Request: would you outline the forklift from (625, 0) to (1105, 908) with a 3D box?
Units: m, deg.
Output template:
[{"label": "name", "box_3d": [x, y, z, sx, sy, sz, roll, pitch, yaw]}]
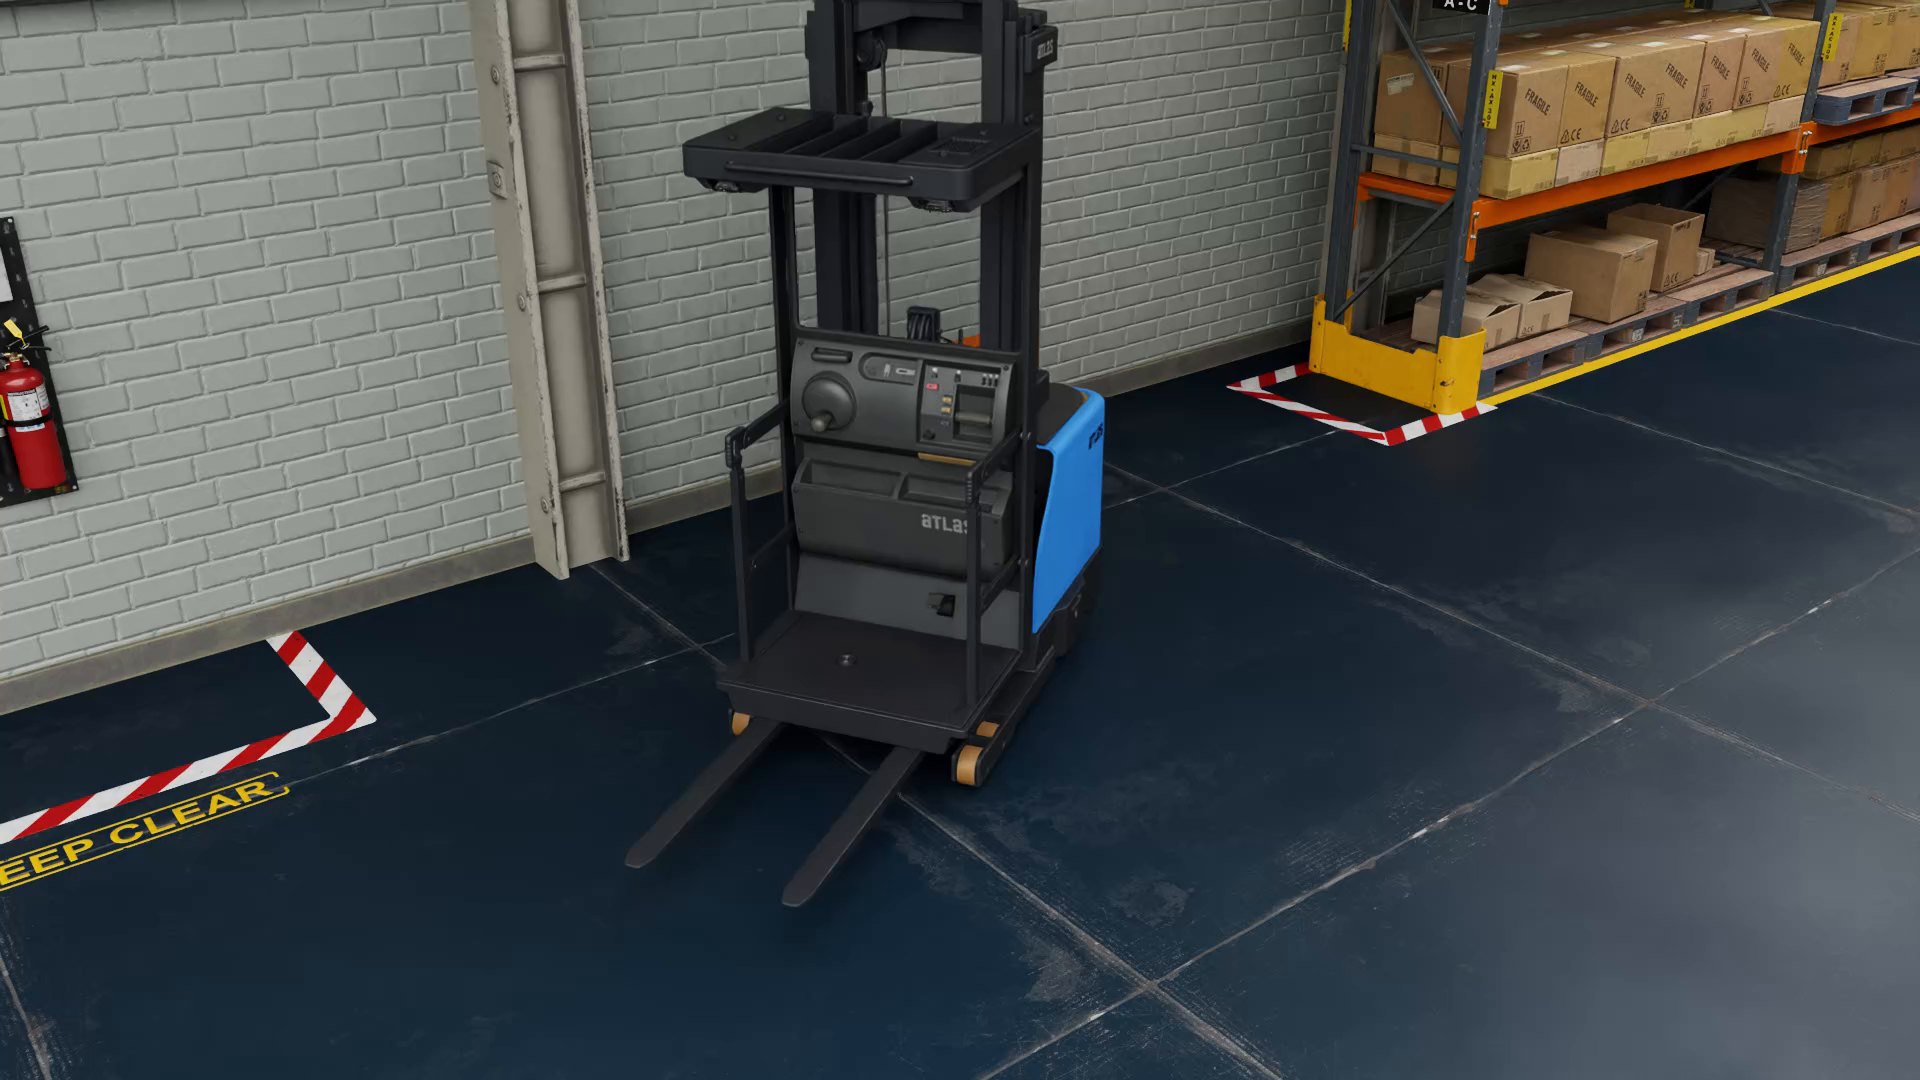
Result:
[{"label": "forklift", "box_3d": [-0.316, -0.544, 6.440, 1.130, 2.935, 3.031, 9, 26, 19]}]

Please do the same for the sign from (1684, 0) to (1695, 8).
[{"label": "sign", "box_3d": [5.566, -4.100, 12.645, 0.005, 0.325, 0.100, -18, 31, -34]}]

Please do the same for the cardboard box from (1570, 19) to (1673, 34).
[{"label": "cardboard box", "box_3d": [4.607, -3.359, 11.689, 0.500, 0.500, 0.500, -17, 30, -33]}]

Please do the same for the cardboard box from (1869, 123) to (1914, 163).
[{"label": "cardboard box", "box_3d": [7.635, -3.370, 14.004, 0.500, 0.250, 0.500, -18, 31, -34]}]

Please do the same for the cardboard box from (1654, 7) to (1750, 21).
[{"label": "cardboard box", "box_3d": [5.412, -3.620, 12.251, 0.500, 0.500, 0.500, -19, 31, -35]}]

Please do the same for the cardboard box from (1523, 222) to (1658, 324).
[{"label": "cardboard box", "box_3d": [4.420, -1.890, 11.707, 0.500, 0.500, 0.700, -21, 32, -37]}]

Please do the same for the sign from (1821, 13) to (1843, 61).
[{"label": "sign", "box_3d": [6.252, -3.607, 11.930, 0.005, 0.325, 0.100, -18, 31, -34]}]

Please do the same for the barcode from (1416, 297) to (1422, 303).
[{"label": "barcode", "box_3d": [3.131, -1.624, 11.346, 0.075, 0.075, 0.001, -18, 31, -34]}]

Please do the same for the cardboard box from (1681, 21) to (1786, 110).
[{"label": "cardboard box", "box_3d": [5.341, -3.316, 11.596, 0.500, 0.500, 0.500, -18, 31, -34]}]

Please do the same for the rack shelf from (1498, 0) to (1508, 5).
[{"label": "rack shelf", "box_3d": [4.337, -3.907, 10.896, 4.000, 0.370, 1.077, -18, 31, -34]}]

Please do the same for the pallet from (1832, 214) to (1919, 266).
[{"label": "pallet", "box_3d": [7.484, -2.648, 14.206, 1.213, 0.211, 1.003, -18, 31, -34]}]

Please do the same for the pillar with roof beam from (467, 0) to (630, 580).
[{"label": "pillar with roof beam", "box_3d": [0.715, -2.558, 3.571, 0.400, 9.000, 9.100, -18, 31, -34]}]

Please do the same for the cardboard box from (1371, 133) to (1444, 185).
[{"label": "cardboard box", "box_3d": [3.012, -2.479, 10.684, 0.500, 0.250, 0.500, -18, 30, -33]}]

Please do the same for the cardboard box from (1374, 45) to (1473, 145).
[{"label": "cardboard box", "box_3d": [3.003, -2.827, 10.541, 0.500, 0.500, 0.500, -19, 31, -35]}]

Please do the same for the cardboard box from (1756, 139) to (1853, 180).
[{"label": "cardboard box", "box_3d": [6.824, -3.110, 13.444, 0.500, 0.250, 0.500, -19, 31, -35]}]

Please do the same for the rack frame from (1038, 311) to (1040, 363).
[{"label": "rack frame", "box_3d": [0.322, -0.651, 8.727, 0.015, 1.200, 0.240, -18, 31, -34]}]

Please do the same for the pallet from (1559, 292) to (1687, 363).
[{"label": "pallet", "box_3d": [4.444, -1.622, 11.994, 1.213, 0.211, 1.003, -18, 31, -34]}]

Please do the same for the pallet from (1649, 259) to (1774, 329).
[{"label": "pallet", "box_3d": [5.404, -1.941, 12.681, 1.213, 0.211, 1.003, -18, 31, -34]}]

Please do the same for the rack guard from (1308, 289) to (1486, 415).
[{"label": "rack guard", "box_3d": [2.823, -1.239, 10.825, 0.348, 0.500, 1.175, -18, 31, -34]}]

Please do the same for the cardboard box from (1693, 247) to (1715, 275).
[{"label": "cardboard box", "box_3d": [5.509, -2.157, 12.678, 0.380, 0.166, 0.250, 22, 33, 39]}]

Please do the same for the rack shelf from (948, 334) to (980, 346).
[{"label": "rack shelf", "box_3d": [0.130, -0.944, 8.425, 0.480, 0.148, 0.258, -18, 31, -34]}]

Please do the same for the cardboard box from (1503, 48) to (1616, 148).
[{"label": "cardboard box", "box_3d": [3.720, -2.783, 10.448, 0.500, 0.500, 0.500, -18, 30, -34]}]

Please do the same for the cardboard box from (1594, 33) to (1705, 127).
[{"label": "cardboard box", "box_3d": [4.529, -3.054, 11.030, 0.500, 0.500, 0.500, -17, 30, -32]}]

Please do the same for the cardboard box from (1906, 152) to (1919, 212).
[{"label": "cardboard box", "box_3d": [8.047, -3.197, 14.522, 0.500, 0.500, 0.700, -18, 31, -34]}]

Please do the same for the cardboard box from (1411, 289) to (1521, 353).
[{"label": "cardboard box", "box_3d": [3.363, -1.483, 11.053, 0.500, 0.311, 0.500, -23, 33, -40]}]

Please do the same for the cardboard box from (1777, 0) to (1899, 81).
[{"label": "cardboard box", "box_3d": [6.777, -3.900, 12.950, 0.500, 0.500, 0.700, -15, 29, -29]}]

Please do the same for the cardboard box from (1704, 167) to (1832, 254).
[{"label": "cardboard box", "box_3d": [6.480, -2.654, 13.353, 0.500, 0.500, 0.700, -17, 30, -32]}]

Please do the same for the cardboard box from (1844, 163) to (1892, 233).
[{"label": "cardboard box", "box_3d": [7.282, -2.924, 13.934, 0.500, 0.500, 0.700, -18, 30, -33]}]

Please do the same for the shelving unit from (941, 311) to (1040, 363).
[{"label": "shelving unit", "box_3d": [0.130, -0.587, 8.590, 0.503, 1.200, 0.258, -18, 31, -34]}]

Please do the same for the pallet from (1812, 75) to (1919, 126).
[{"label": "pallet", "box_3d": [6.602, -3.455, 12.859, 1.213, 0.211, 1.003, -18, 31, -34]}]

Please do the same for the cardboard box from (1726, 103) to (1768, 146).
[{"label": "cardboard box", "box_3d": [5.328, -2.983, 11.768, 0.500, 0.250, 0.500, -18, 30, -34]}]

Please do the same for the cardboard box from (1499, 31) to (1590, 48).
[{"label": "cardboard box", "box_3d": [3.810, -3.090, 11.108, 0.500, 0.500, 0.500, -19, 31, -35]}]

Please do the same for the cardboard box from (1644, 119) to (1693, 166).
[{"label": "cardboard box", "box_3d": [4.547, -2.716, 11.193, 0.500, 0.250, 0.500, -18, 30, -34]}]

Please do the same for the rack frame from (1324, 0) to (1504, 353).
[{"label": "rack frame", "box_3d": [2.763, -2.353, 10.256, 0.127, 3.000, 1.000, -18, 31, -34]}]

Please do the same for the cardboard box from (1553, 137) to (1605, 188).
[{"label": "cardboard box", "box_3d": [3.743, -2.455, 10.631, 0.500, 0.250, 0.500, -19, 31, -36]}]
